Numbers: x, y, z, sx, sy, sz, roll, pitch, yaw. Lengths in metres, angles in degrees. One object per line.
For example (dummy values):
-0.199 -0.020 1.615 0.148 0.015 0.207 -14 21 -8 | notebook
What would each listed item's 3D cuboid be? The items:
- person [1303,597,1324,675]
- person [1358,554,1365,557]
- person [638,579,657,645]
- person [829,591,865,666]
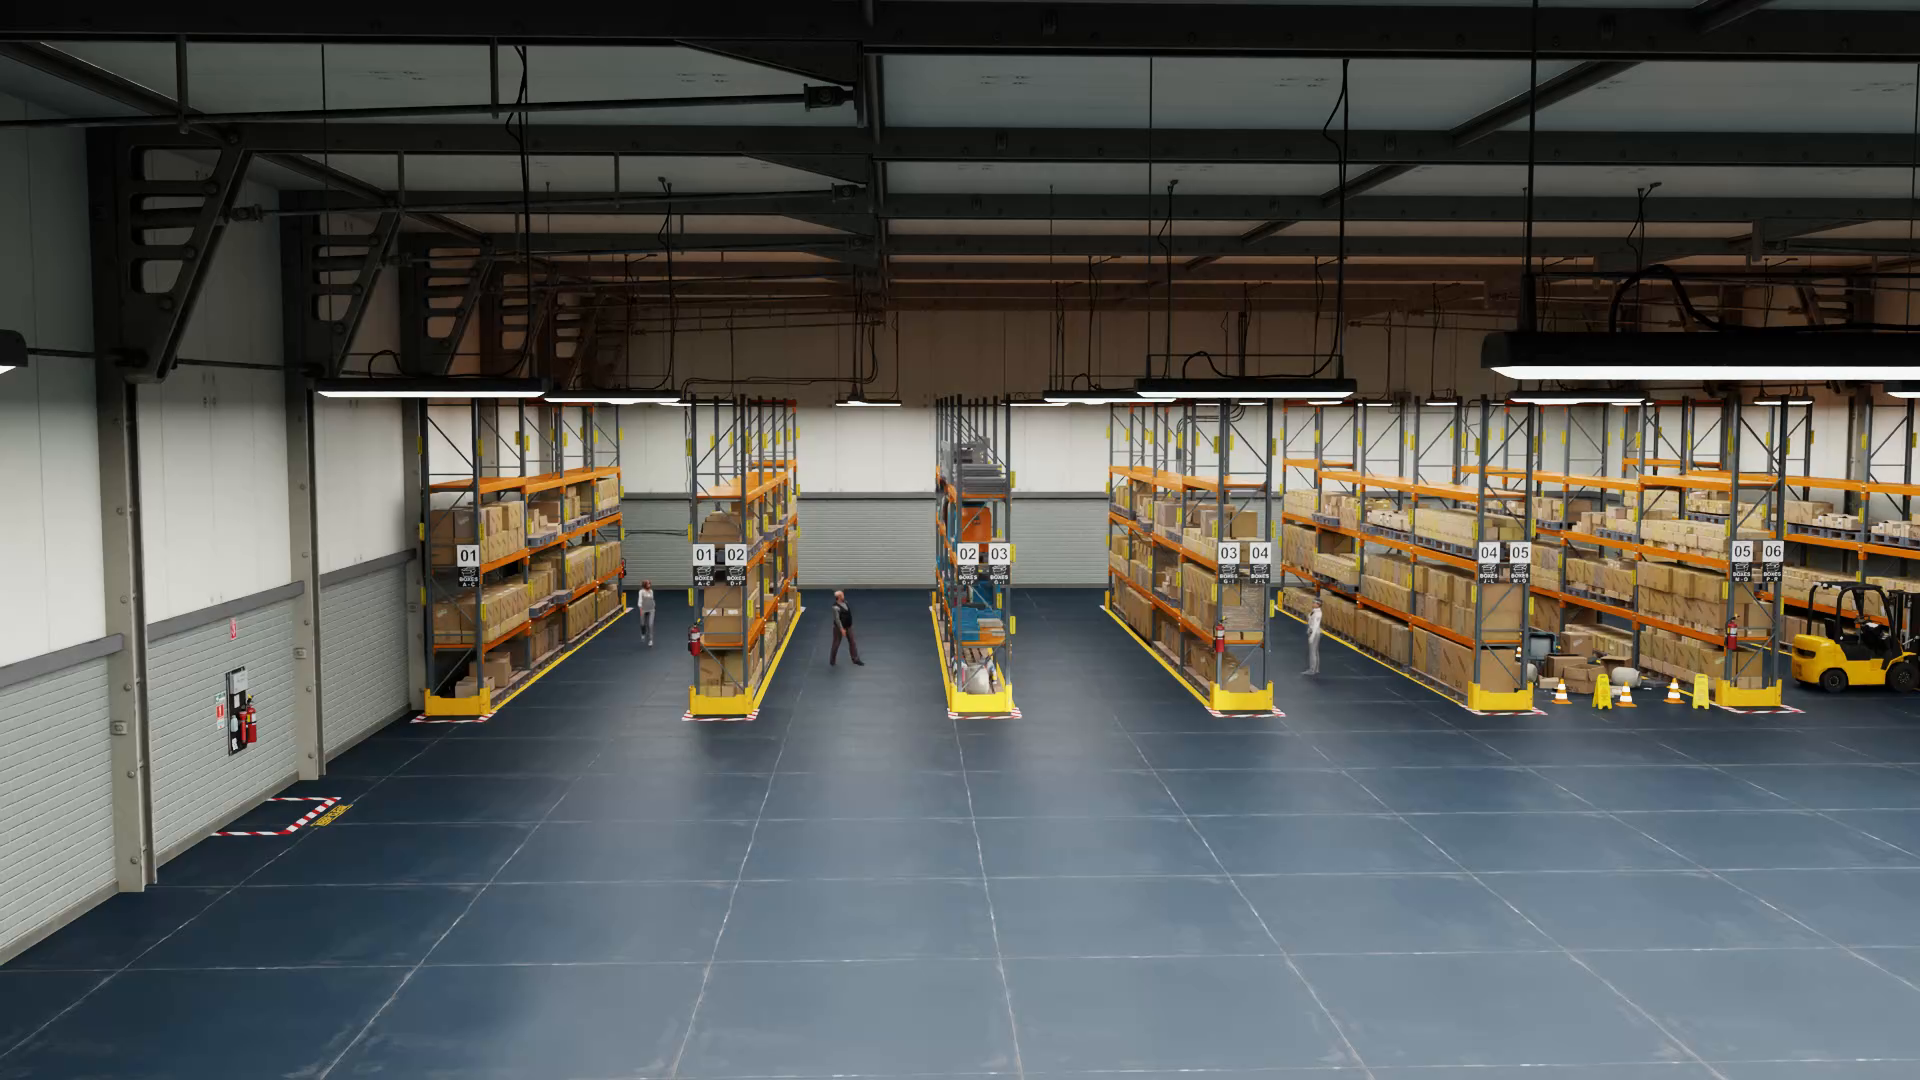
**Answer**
7.629 2.062 35.888 0.413 1.694 0.532 1 5 18 | person
11.503 1.051 48.092 0.604 1.781 0.549 1 5 8 | person
-7.576 1.745 40.336 0.463 1.592 0.479 -1 5 -9 | person
-2.571 1.962 37.011 0.663 1.692 0.692 4 6 44 | person
